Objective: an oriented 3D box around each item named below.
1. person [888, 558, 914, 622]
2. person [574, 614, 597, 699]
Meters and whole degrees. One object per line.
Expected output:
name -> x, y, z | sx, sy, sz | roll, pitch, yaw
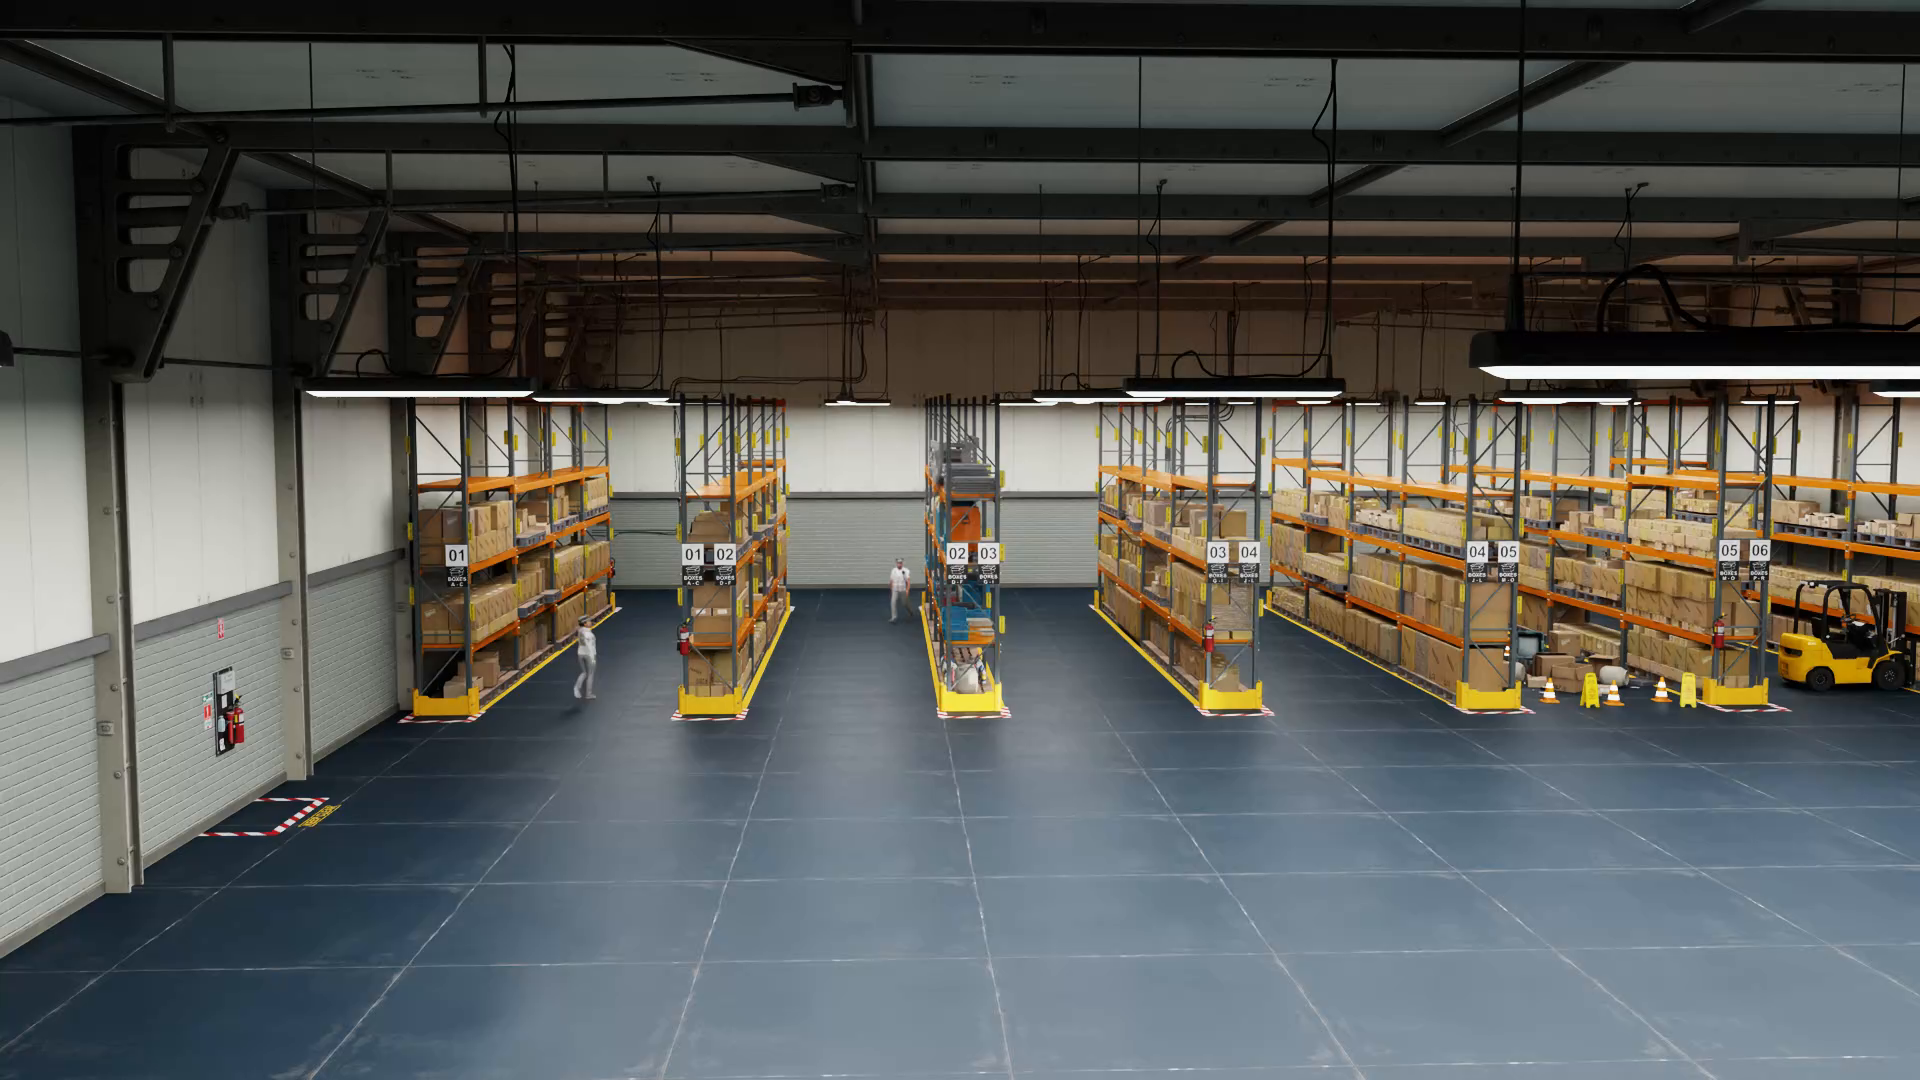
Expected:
person -> -1.609, 1.323, 44.709 | 0.614, 1.721, 0.998 | 2, 5, 21
person -> -7.358, 2.287, 32.659 | 0.472, 1.685, 0.499 | 3, 5, 29
